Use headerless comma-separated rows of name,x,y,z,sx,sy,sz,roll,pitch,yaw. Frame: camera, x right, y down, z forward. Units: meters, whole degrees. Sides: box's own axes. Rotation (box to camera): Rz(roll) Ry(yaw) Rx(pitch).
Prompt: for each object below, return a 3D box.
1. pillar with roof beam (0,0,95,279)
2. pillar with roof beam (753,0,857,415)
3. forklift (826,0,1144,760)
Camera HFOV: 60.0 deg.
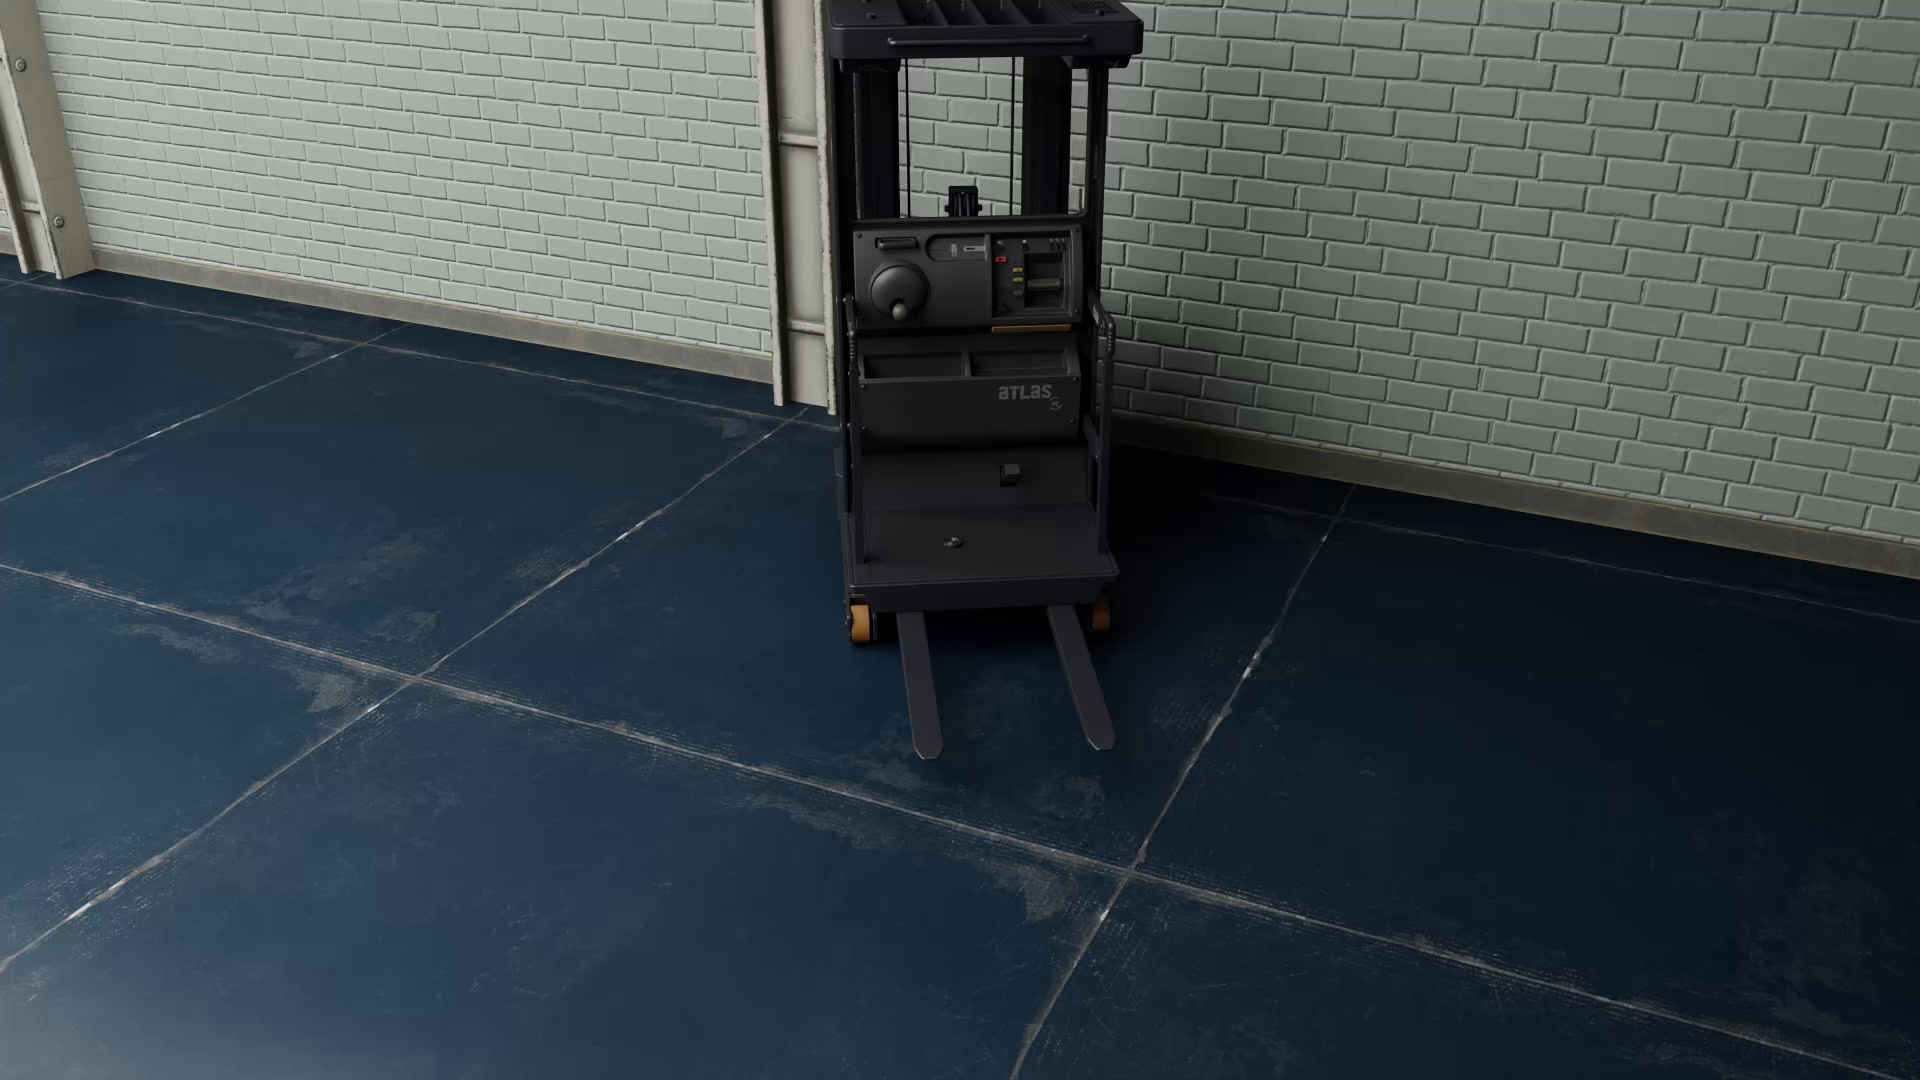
pillar with roof beam,-8.040,-4.186,6.065,0.400,9.000,9.100,11,28,22
pillar with roof beam,-2.578,-3.089,3.837,0.400,9.000,9.100,11,28,22
forklift,0.059,-1.041,6.547,1.130,2.935,3.031,-2,26,-5
